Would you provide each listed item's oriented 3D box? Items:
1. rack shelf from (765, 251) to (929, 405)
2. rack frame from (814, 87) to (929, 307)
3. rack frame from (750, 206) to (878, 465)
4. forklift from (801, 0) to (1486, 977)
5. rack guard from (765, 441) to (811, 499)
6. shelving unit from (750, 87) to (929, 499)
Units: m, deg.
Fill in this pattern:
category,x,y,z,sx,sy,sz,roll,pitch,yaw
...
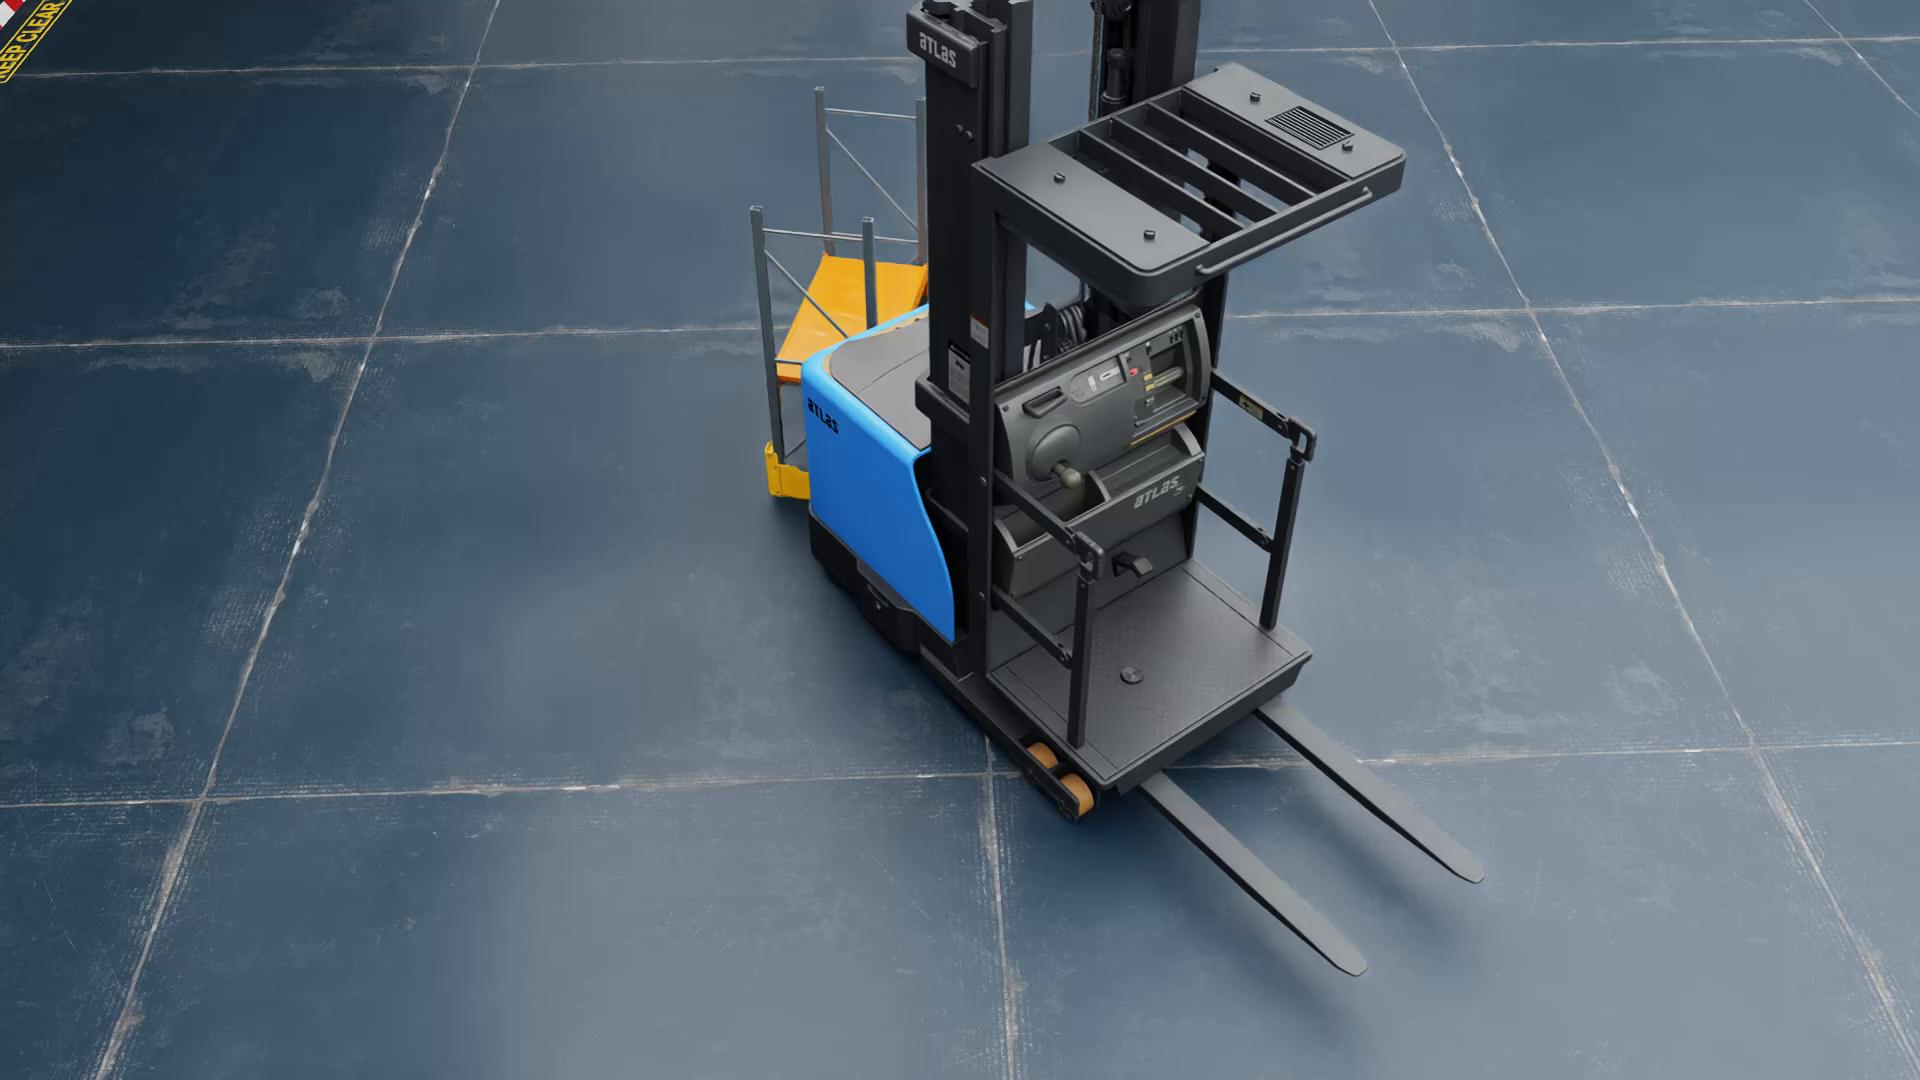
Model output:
category,x,y,z,sx,sy,sz,roll,pitch,yaw
rack shelf,-0.492,-0.945,7.587,0.538,0.185,1.000,7,43,8
rack frame,-0.396,-1.415,7.833,0.500,1.500,0.032,7,43,8
rack frame,-0.588,-0.740,7.097,0.500,1.500,0.032,7,43,8
forklift,0.648,-0.419,5.687,1.130,2.935,3.031,-28,49,-27
rack guard,-0.584,-0.292,7.534,0.587,0.250,0.087,7,43,8
shelving unit,-0.490,-1.084,7.472,0.587,1.500,1.083,7,43,8
